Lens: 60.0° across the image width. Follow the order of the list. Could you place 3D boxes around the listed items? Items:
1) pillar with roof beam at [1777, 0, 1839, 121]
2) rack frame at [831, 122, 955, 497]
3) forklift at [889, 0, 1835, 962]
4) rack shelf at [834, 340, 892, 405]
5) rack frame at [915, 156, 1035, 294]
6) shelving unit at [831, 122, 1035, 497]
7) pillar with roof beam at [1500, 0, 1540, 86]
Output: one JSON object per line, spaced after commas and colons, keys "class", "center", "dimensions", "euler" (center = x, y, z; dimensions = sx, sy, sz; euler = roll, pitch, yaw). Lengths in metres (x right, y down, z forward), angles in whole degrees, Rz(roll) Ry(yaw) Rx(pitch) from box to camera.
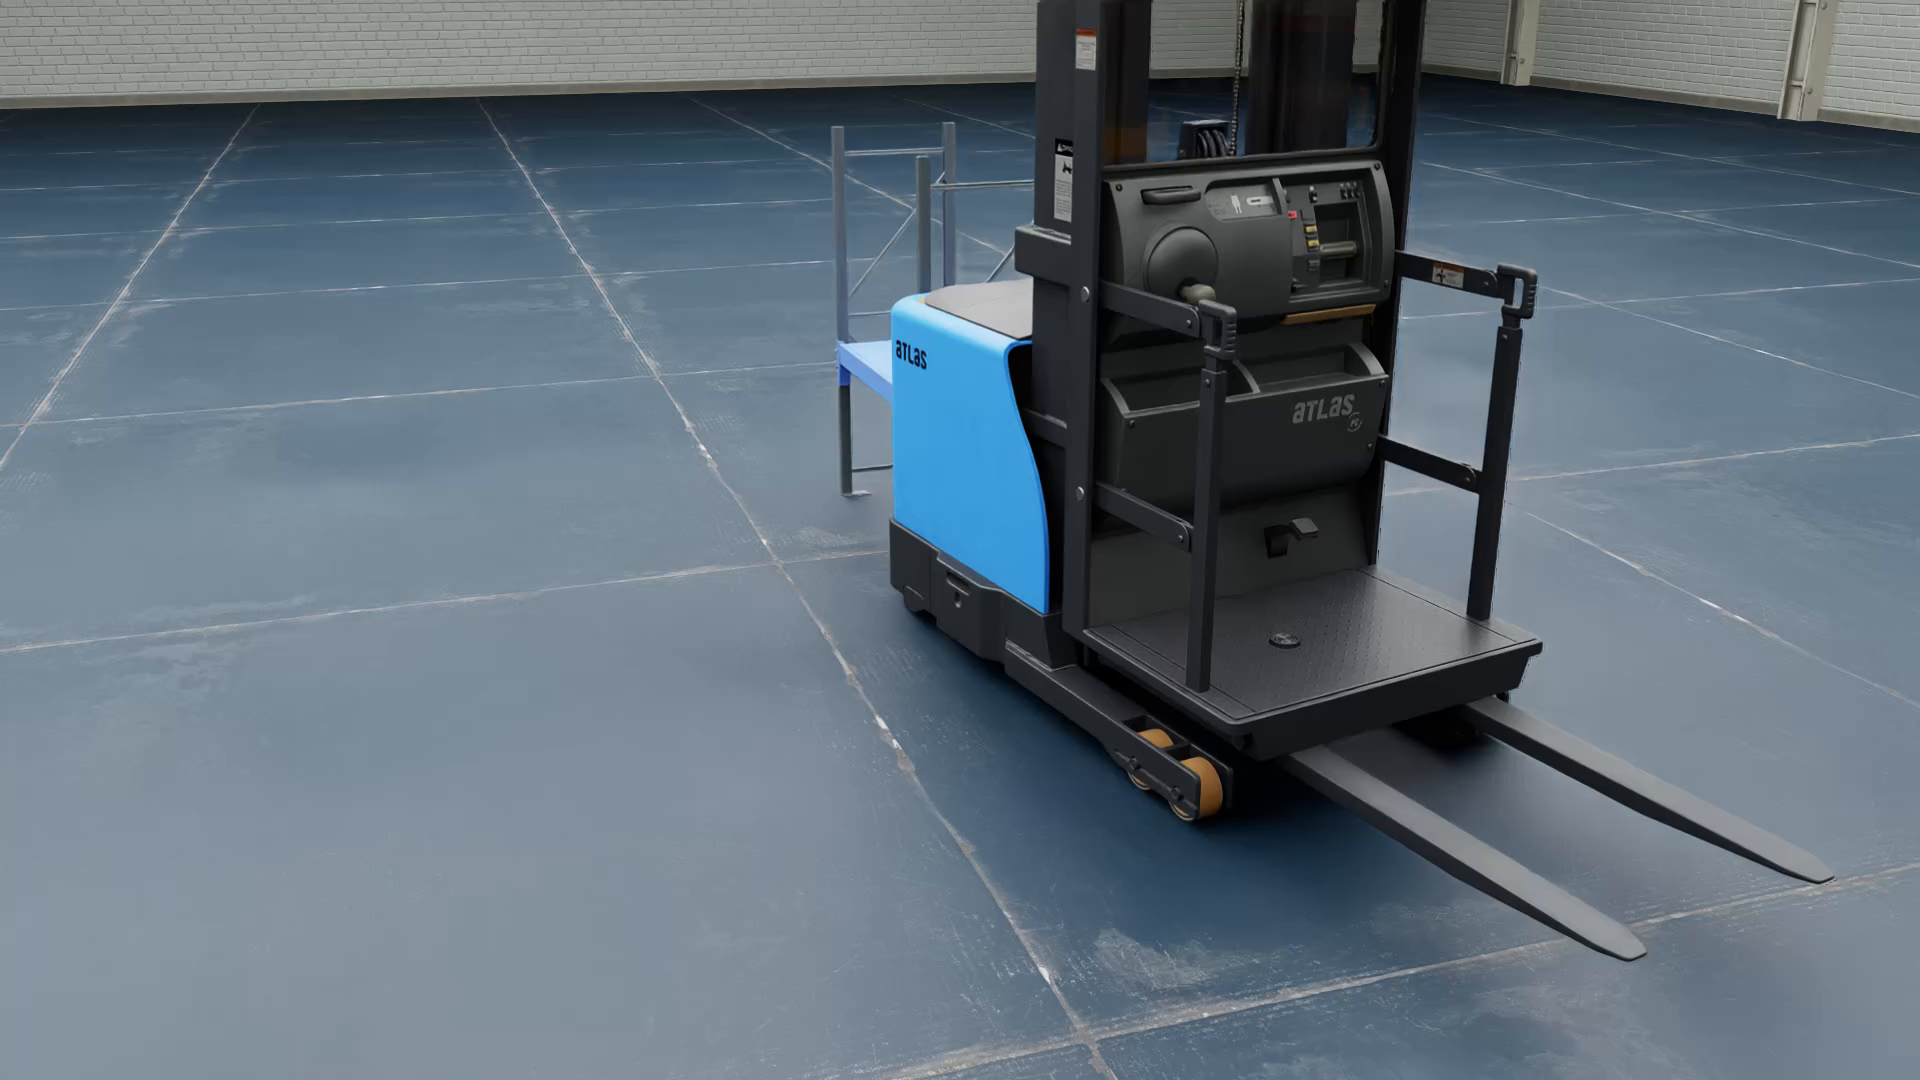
{"class": "pillar with roof beam", "center": [6.832, -9.261, 18.888], "dimensions": [9.100, 9.000, 0.400], "euler": [-6, 21, -17]}
{"class": "rack frame", "center": [-0.259, -0.919, 6.757], "dimensions": [0.500, 1.500, 0.032], "euler": [-7, 21, -19]}
{"class": "forklift", "center": [0.914, -0.817, 4.356], "dimensions": [1.130, 2.935, 3.031], "euler": [-11, 22, -27]}
{"class": "rack shelf", "center": [-0.084, -0.589, 6.369], "dimensions": [0.538, 0.185, 1.000], "euler": [-7, 21, -19]}
{"class": "rack frame", "center": [0.091, -0.597, 5.859], "dimensions": [0.500, 1.500, 0.032], "euler": [-7, 21, -19]}
{"class": "shelving unit", "center": [-0.084, -0.758, 6.308], "dimensions": [0.538, 1.500, 1.048], "euler": [-7, 21, -19]}
{"class": "pillar with roof beam", "center": [4.947, -11.186, 24.248], "dimensions": [9.100, 9.000, 0.400], "euler": [-6, 21, -17]}
